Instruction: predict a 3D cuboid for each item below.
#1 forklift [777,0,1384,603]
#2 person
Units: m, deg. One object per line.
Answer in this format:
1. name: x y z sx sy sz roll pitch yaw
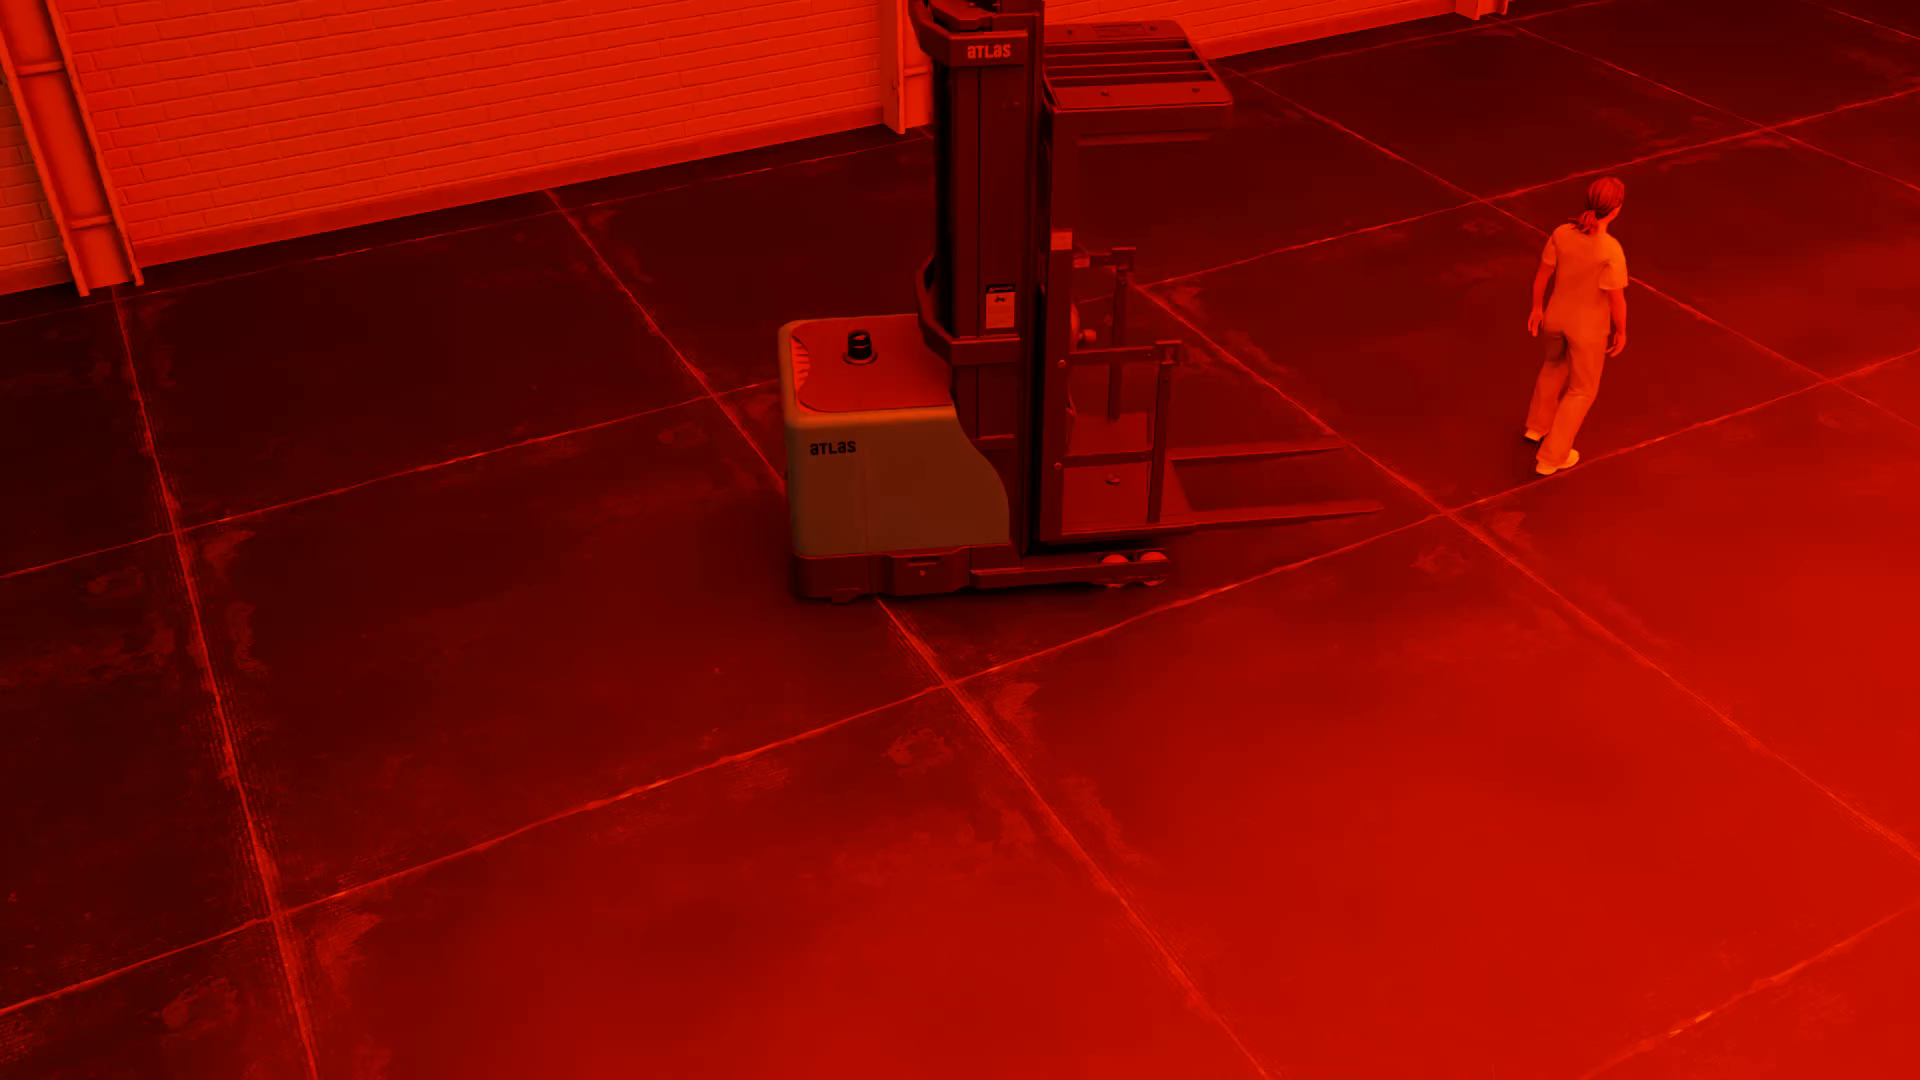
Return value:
1. forklift: 0.625 -1.257 7.901 3.031 2.935 1.130 -4 35 -6
2. person: 3.336 -1.143 8.888 0.498 1.706 0.525 -22 41 -28
